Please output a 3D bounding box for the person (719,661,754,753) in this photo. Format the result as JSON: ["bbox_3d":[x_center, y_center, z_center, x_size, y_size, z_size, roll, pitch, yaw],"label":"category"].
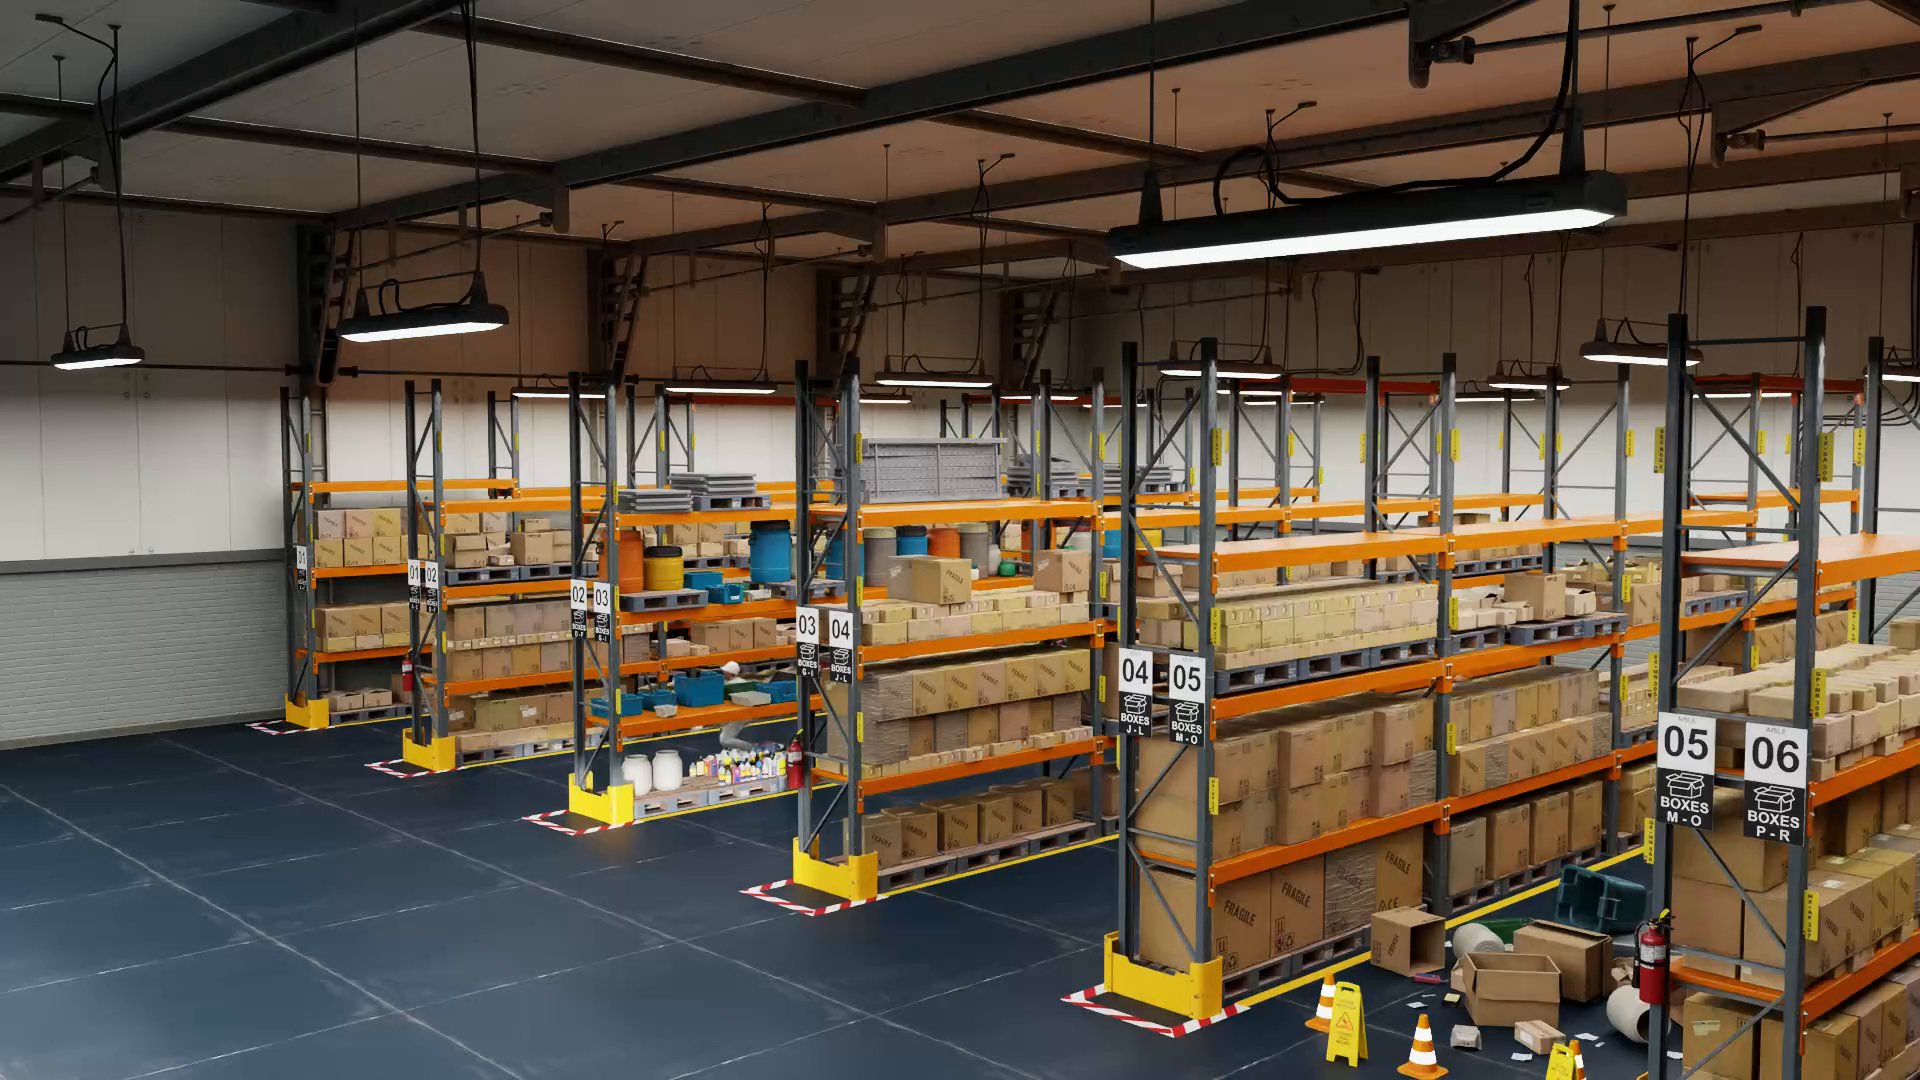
[{"bbox_3d":[-3.447,2.705,25.680,0.529,1.683,0.719,0,4,-2],"label":"person"}]

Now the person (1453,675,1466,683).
[{"bbox_3d":[7.340,2.776,24.265,0.561,1.671,0.696,-2,4,-28],"label":"person"}]
